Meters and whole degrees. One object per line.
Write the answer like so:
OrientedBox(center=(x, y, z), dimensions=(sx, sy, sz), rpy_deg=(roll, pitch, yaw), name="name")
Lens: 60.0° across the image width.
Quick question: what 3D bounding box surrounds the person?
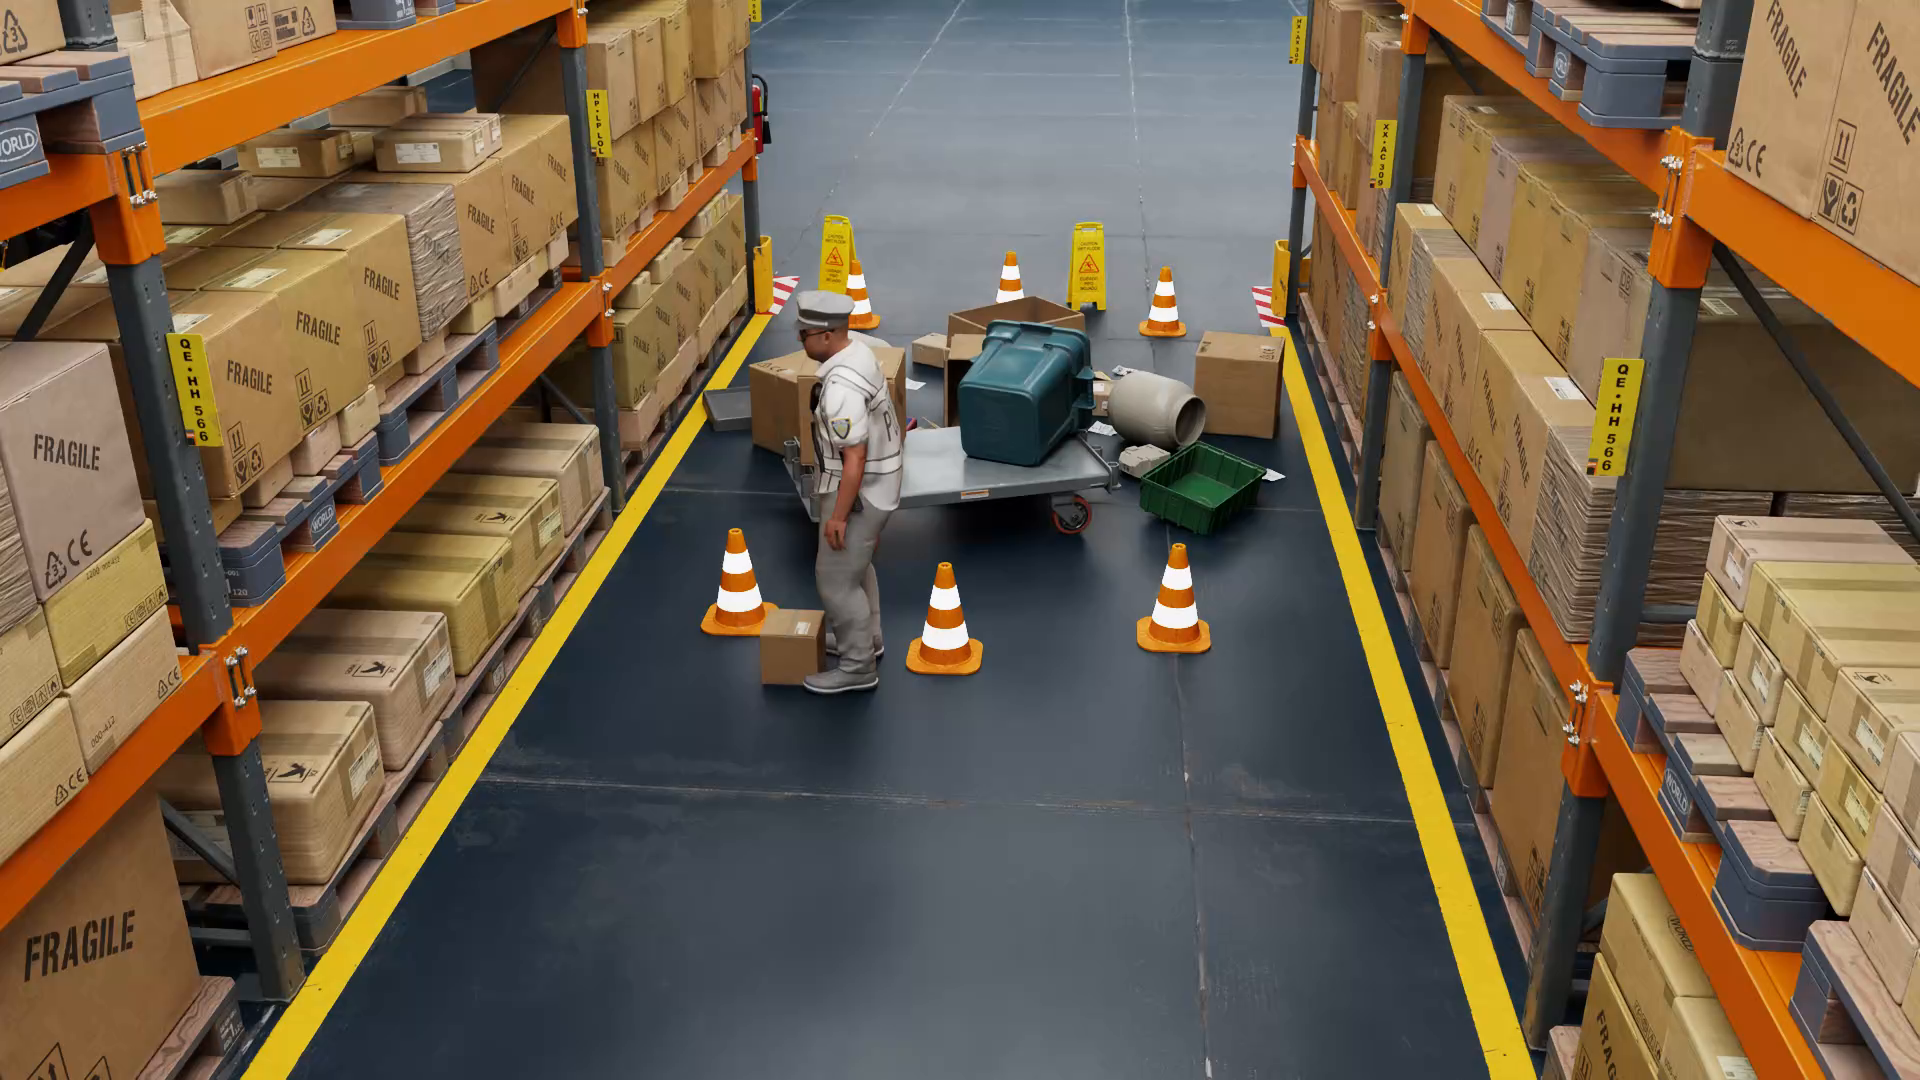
OrientedBox(center=(-0.464, -0.201, 7.039), dimensions=(0.444, 1.747, 0.604), rpy_deg=(0, 24, 1), name="person")
